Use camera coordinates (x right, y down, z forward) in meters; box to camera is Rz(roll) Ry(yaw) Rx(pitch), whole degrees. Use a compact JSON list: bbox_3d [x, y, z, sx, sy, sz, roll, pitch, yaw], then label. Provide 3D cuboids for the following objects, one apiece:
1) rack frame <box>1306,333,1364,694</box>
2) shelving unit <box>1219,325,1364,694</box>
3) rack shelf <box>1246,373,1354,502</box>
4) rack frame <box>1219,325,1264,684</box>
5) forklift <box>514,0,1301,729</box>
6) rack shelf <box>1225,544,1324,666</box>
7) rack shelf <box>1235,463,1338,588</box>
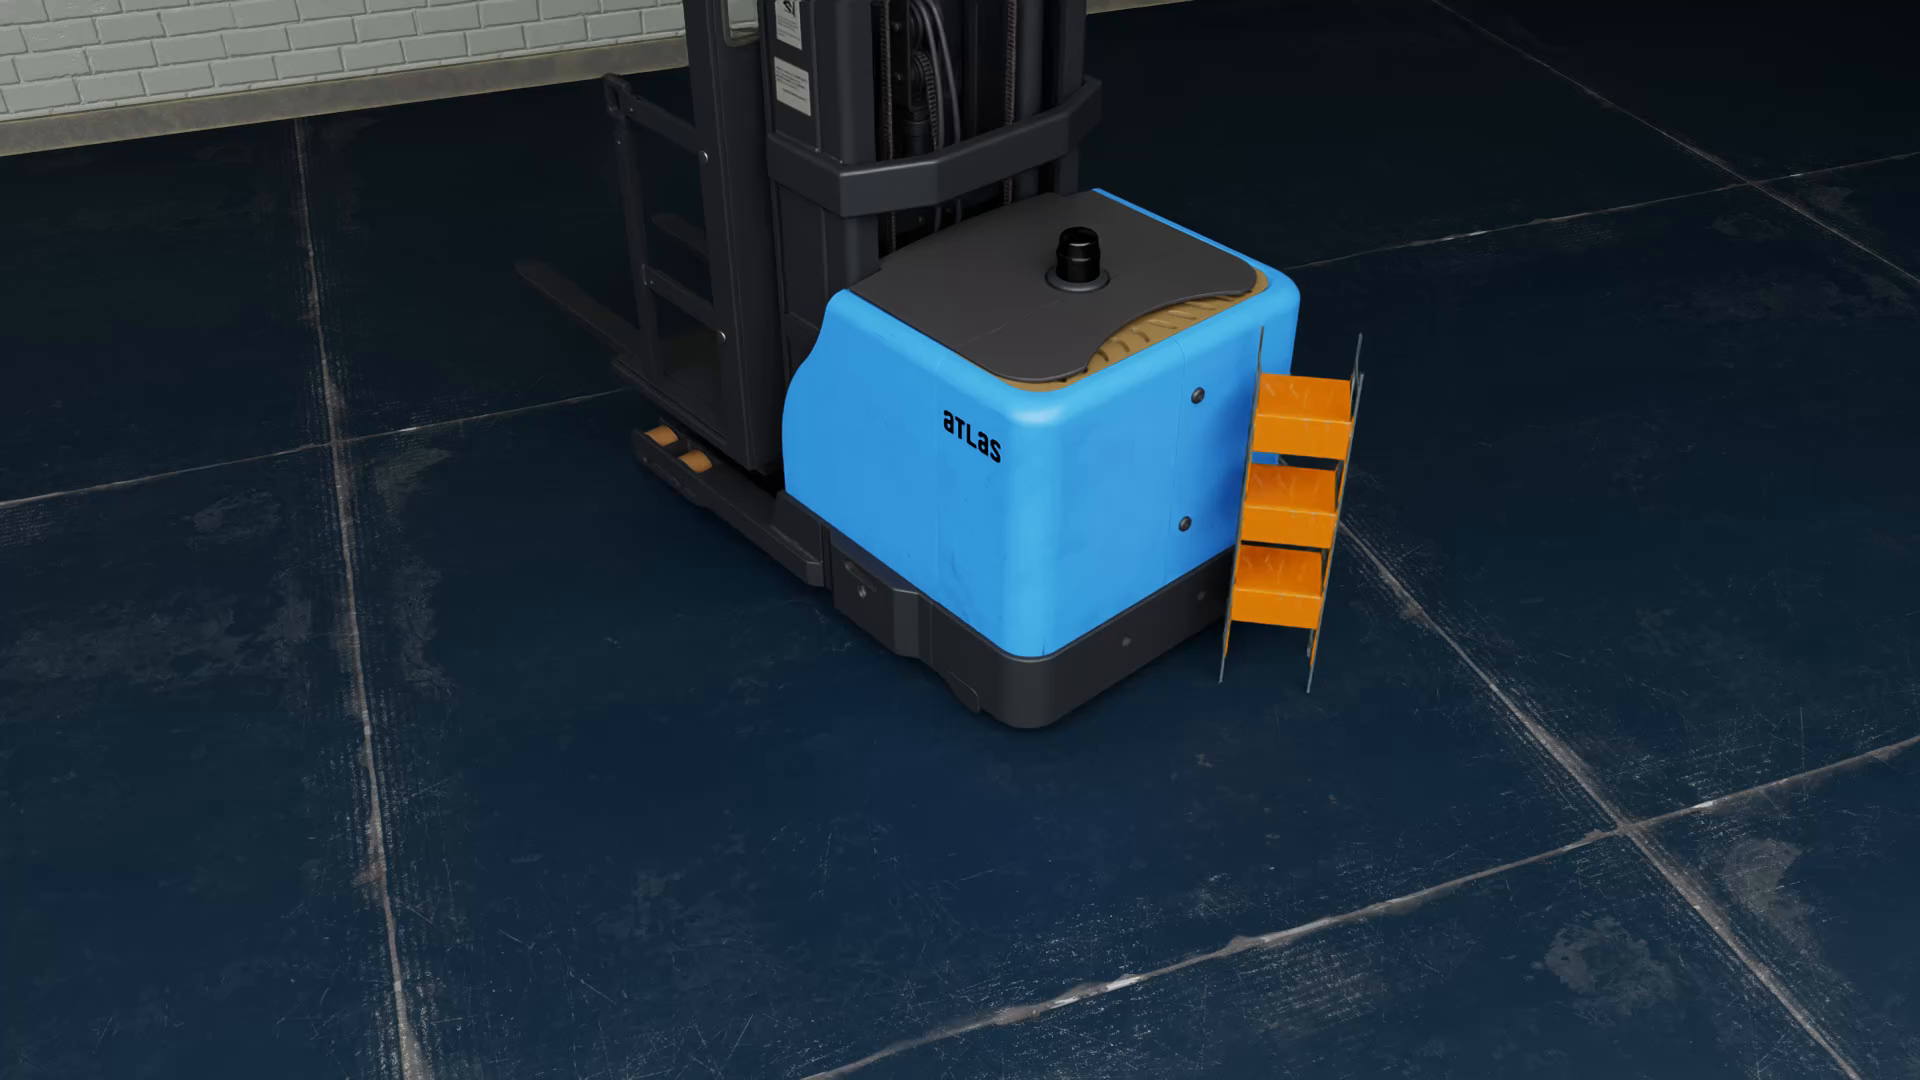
[{"bbox_3d":[0.994,-0.044,4.434,0.008,1.050,0.200,6,38,8],"label":"rack frame"},{"bbox_3d":[0.874,-0.057,4.451,0.252,1.050,0.215,6,38,8],"label":"shelving unit"},{"bbox_3d":[0.873,-0.273,4.284,0.240,0.259,0.215,6,38,8],"label":"rack shelf"},{"bbox_3d":[0.754,-0.069,4.467,0.008,1.050,0.200,6,38,8],"label":"rack frame"},{"bbox_3d":[-0.430,-1.474,4.770,1.130,2.935,3.031,-28,45,-32],"label":"forklift"},{"bbox_3d":[0.875,0.172,4.627,0.240,0.259,0.215,6,38,8],"label":"rack shelf"},{"bbox_3d":[0.874,-0.048,4.457,0.240,0.259,0.215,6,38,8],"label":"rack shelf"}]
